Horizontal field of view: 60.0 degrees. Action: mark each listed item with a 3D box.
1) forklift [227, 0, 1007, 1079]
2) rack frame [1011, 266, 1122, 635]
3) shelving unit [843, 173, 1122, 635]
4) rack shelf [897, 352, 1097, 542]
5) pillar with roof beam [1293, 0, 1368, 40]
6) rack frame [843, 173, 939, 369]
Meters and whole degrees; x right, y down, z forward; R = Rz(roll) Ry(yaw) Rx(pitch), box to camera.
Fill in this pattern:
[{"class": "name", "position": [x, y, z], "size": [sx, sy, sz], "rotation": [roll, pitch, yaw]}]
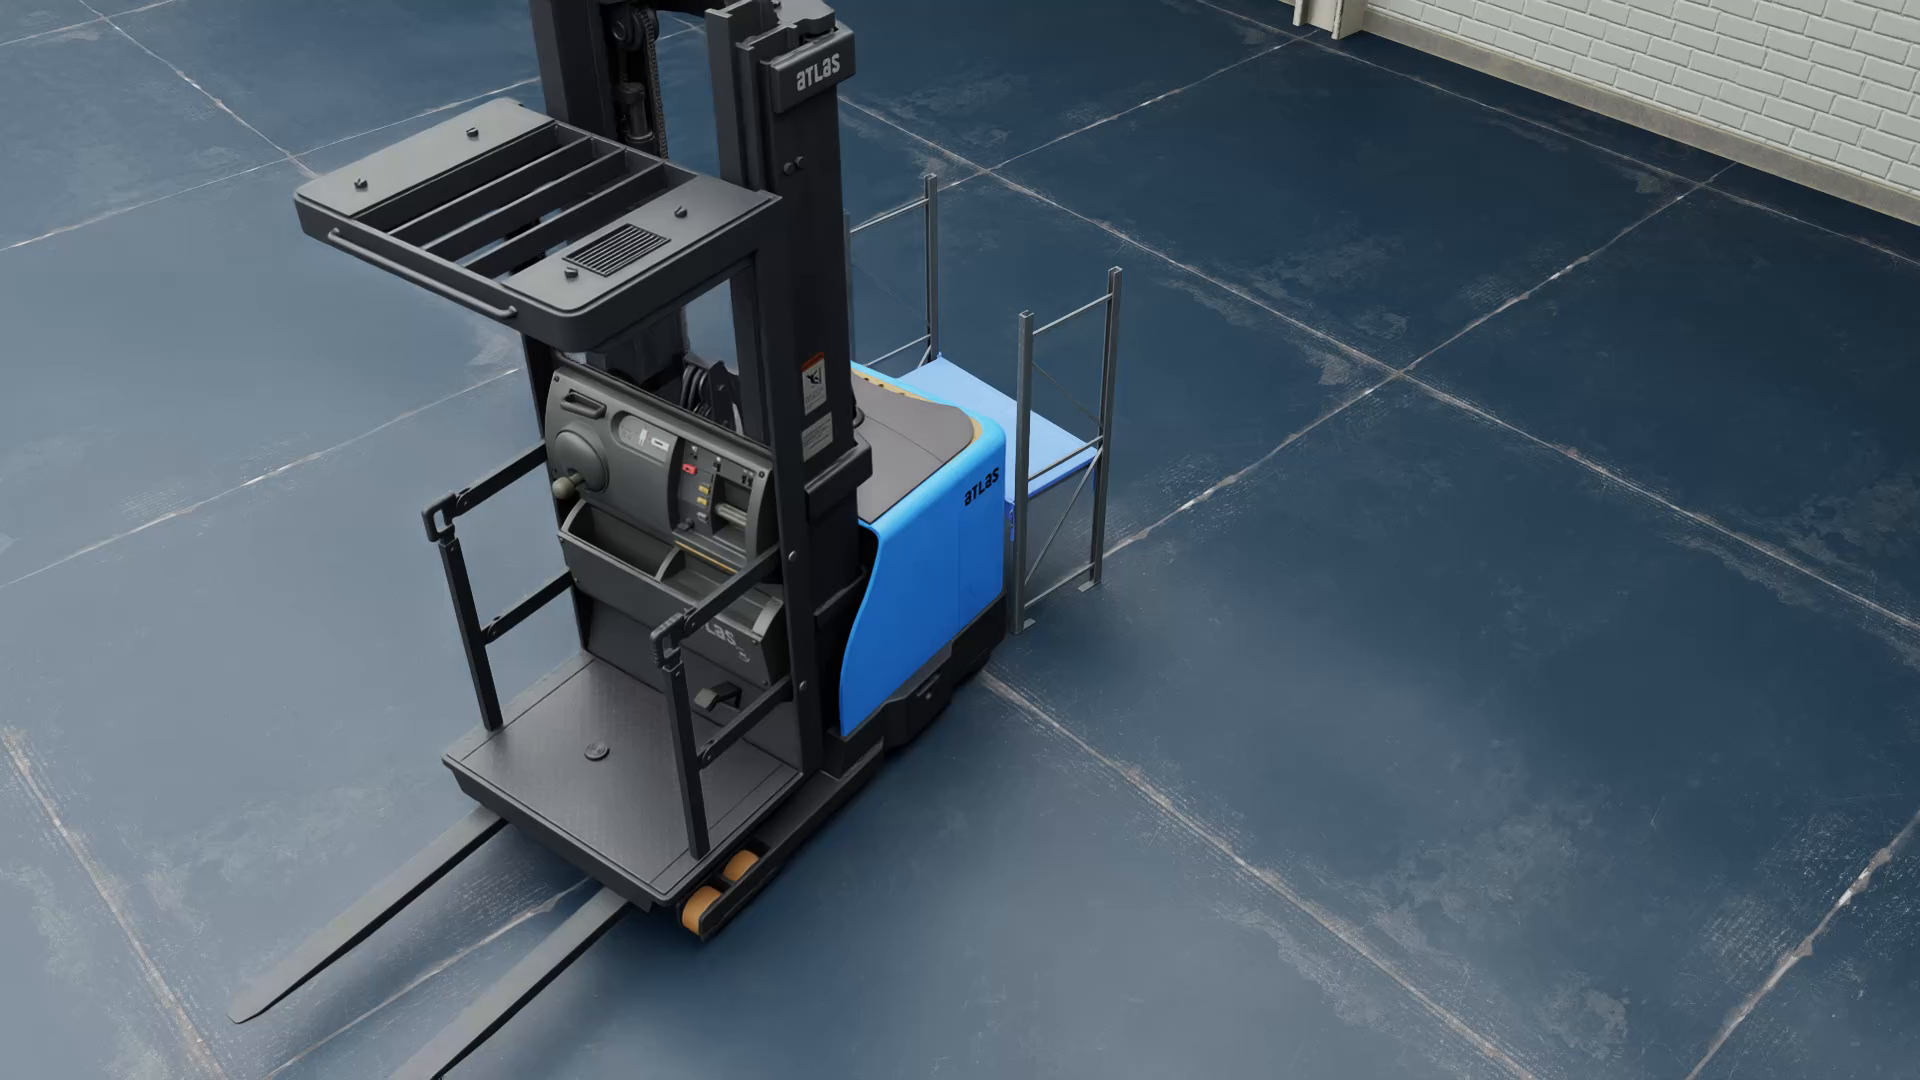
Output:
[{"class": "forklift", "position": [-1.089, -0.158, 5.113], "size": [1.130, 2.935, 3.031], "rotation": [25, 45, 27]}, {"class": "rack frame", "position": [0.401, -0.309, 6.439], "size": [0.500, 1.500, 0.032], "rotation": [-30, 48, -32]}, {"class": "shelving unit", "position": [0.058, -0.544, 6.730], "size": [0.538, 1.500, 1.048], "rotation": [-30, 48, -32]}, {"class": "rack shelf", "position": [0.058, -0.404, 6.843], "size": [0.538, 0.185, 1.000], "rotation": [-30, 48, -32]}, {"class": "pillar with roof beam", "position": [-0.570, -5.303, 6.654], "size": [9.100, 9.000, 0.400], "rotation": [-30, 48, -32]}, {"class": "rack frame", "position": [-0.286, -0.779, 7.021], "size": [0.500, 1.500, 0.032], "rotation": [-30, 48, -32]}]
